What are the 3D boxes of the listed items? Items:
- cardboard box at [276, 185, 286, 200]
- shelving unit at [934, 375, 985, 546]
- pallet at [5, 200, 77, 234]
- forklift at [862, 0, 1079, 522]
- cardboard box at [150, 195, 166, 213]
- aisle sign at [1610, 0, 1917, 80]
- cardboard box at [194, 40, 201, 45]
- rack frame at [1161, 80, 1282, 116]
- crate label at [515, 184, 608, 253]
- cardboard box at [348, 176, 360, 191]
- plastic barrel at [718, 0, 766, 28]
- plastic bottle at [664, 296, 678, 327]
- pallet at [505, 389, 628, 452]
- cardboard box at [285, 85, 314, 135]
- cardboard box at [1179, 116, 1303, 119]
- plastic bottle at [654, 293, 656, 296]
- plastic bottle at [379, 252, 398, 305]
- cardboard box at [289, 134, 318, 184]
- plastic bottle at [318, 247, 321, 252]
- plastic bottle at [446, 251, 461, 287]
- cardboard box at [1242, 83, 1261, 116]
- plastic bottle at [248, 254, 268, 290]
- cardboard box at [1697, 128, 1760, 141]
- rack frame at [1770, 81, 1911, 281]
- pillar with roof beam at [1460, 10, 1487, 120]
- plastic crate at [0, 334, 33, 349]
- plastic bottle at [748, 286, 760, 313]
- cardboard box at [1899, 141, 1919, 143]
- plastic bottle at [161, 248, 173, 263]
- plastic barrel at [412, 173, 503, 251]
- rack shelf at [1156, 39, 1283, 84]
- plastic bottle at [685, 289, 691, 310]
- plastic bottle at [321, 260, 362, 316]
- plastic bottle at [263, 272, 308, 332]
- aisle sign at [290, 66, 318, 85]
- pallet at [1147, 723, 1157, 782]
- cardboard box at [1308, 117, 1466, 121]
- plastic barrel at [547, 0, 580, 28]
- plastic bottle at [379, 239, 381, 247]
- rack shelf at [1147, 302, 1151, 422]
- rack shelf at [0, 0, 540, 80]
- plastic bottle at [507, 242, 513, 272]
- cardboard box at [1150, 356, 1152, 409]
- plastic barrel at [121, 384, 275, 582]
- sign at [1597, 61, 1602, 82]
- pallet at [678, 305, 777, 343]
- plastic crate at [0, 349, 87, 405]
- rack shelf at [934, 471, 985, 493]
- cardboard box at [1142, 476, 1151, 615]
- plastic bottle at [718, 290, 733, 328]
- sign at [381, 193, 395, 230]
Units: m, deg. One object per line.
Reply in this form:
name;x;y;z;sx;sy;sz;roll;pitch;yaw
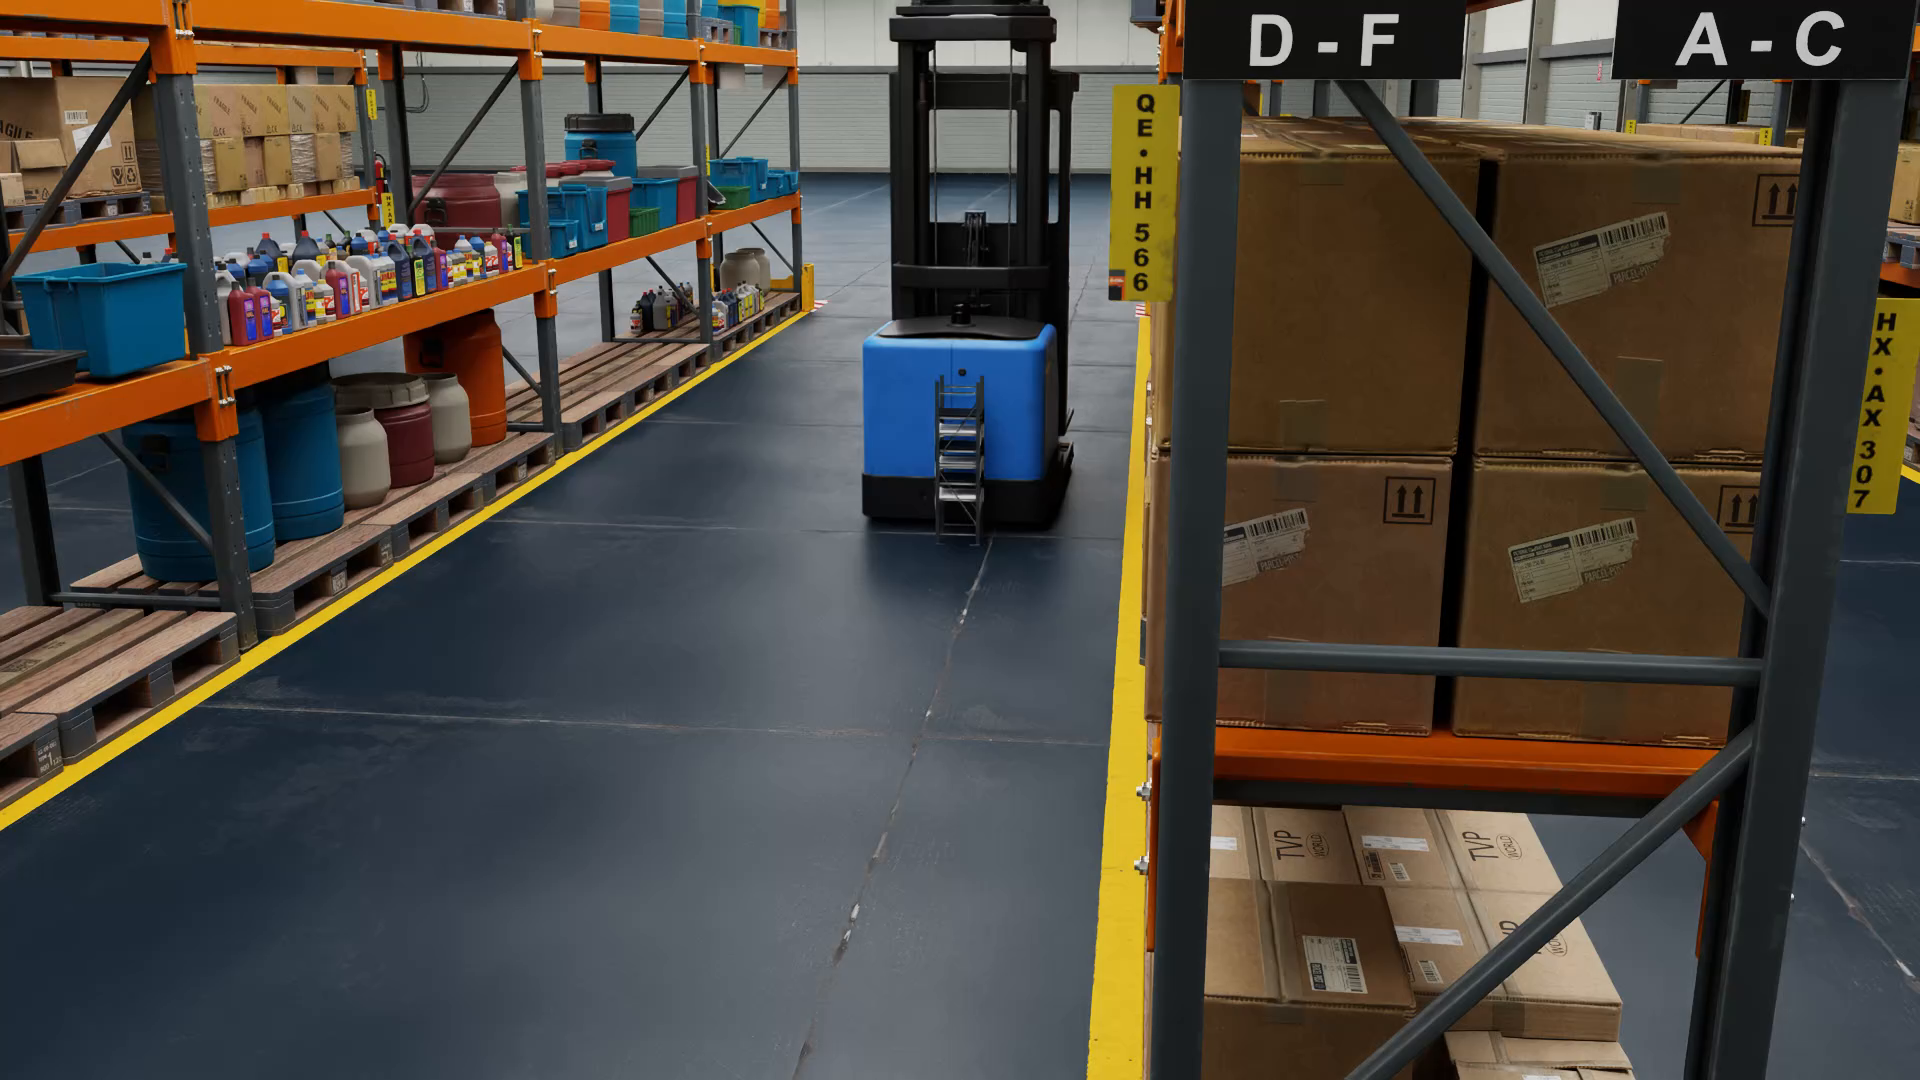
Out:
cardboard box;-7.196;-3.582;17.145;0.380;0.149;0.250;2;15;6
shelving unit;-0.001;-0.432;9.037;0.258;0.900;0.210;2;15;6
pallet;-7.927;-2.586;13.346;1.003;0.211;1.213;2;15;6
forklift;0.155;-1.849;10.384;1.130;2.935;3.031;2;15;7
cardboard box;-7.335;-3.127;15.460;0.380;0.149;0.250;2;15;6
aisle sign;1.115;-1.025;2.225;0.394;0.787;0.004;2;15;6
cardboard box;-7.353;-4.686;15.286;0.500;0.250;0.500;1;15;4
rack frame;2.185;-2.908;14.172;1.000;3.000;0.127;2;15;6
crate label;-2.807;-2.285;11.797;0.502;0.435;0.616;2;15;6
cardboard box;-7.034;-4.037;18.828;0.380;0.149;0.250;2;15;6
plastic barrel;-2.288;-5.535;16.973;0.600;0.588;0.600;0;15;0
plastic bottle;-2.779;-2.180;15.854;0.152;0.276;0.135;2;15;6
pallet;-3.062;-0.872;11.981;1.003;0.211;1.213;2;15;6
cardboard box;-7.133;-4.504;17.394;0.500;0.500;0.500;2;15;6
cardboard box;0.949;-1.251;5.933;0.500;0.500;0.500;2;15;8
plastic bottle;-2.952;-2.225;16.006;0.061;0.283;0.133;3;15;10
plastic bottle;-3.027;-1.382;8.773;0.097;0.271;0.097;0;15;0
cardboard box;-7.333;-4.027;17.547;0.875;0.500;0.500;2;15;6
plastic bottle;-3.703;-1.584;9.520;0.097;0.271;0.097;0;15;0
plastic bottle;-2.933;-1.564;9.579;0.097;0.201;0.097;0;15;0
cardboard box;2.228;-3.698;14.415;0.700;0.500;0.500;2;15;7
plastic bottle;-3.651;-1.352;8.661;0.097;0.271;0.097;0;15;0
cardboard box;6.971;-3.454;15.003;0.500;0.500;0.500;1;15;5
rack frame;7.107;-2.763;13.635;1.000;3.000;0.127;2;15;6
pillar with roof beam;6.092;-11.285;33.657;9.100;9.000;0.400;2;15;6
plastic crate;-3.834;-0.766;6.637;0.396;0.136;0.243;2;15;6
plastic bottle;-2.113;-2.436;16.801;0.152;0.276;0.135;2;15;7
cardboard box;6.945;-2.748;12.545;0.700;0.500;0.500;3;15;12
plastic bottle;-3.840;-1.253;8.142;0.144;0.351;0.185;2;15;6
plastic barrel;-3.437;-2.213;11.338;0.600;0.536;0.708;2;15;6
rack shelf;2.410;-4.528;15.792;1.077;0.370;4.000;2;15;6
plastic bottle;-2.811;-2.466;17.055;0.097;0.201;0.097;0;15;0
plastic bottle;-3.104;-1.270;8.348;0.152;0.276;0.135;2;15;6
plastic bottle;-3.167;-1.124;7.811;0.152;0.276;0.135;2;15;6
aisle sign;-7.498;-5.518;18.844;0.394;0.787;0.004;2;15;6
pallet;1.203;0.691;6.204;1.003;0.211;1.213;2;15;6
cardboard box;1.482;-1.226;5.841;0.500;0.500;0.500;2;15;7
plastic barrel;-2.880;-3.914;11.185;0.600;0.901;0.600;0;15;0
plastic bottle;-3.609;-1.765;10.322;0.097;0.201;0.097;0;15;0
rack shelf;1.507;-1.005;8.510;1.077;0.370;4.000;2;15;6
rack shelf;-3.414;-2.600;8.662;1.077;0.370;4.000;2;15;6
plastic bottle;-2.841;-1.775;10.361;0.097;0.201;0.097;0;15;0
cardboard box;0.954;-0.758;6.026;0.500;0.500;0.500;2;15;8
plastic barrel;-3.561;-0.311;7.780;0.600;0.901;0.708;2;15;6
sign;9.433;-6.908;24.522;0.001;0.298;0.199;2;15;6
pallet;-2.484;-2.199;16.892;1.003;0.211;1.213;2;15;6
plastic crate;-3.499;-0.578;5.967;0.437;0.125;0.590;2;15;6
rack shelf;-0.001;-0.313;9.069;0.258;0.077;0.200;2;15;6
cardboard box;1.053;0.024;7.272;0.500;0.500;0.500;2;15;6
plastic bottle;-2.233;-2.186;15.732;0.144;0.351;0.185;2;15;8
sign;-3.736;-2.111;10.910;0.100;0.325;0.005;2;15;6
